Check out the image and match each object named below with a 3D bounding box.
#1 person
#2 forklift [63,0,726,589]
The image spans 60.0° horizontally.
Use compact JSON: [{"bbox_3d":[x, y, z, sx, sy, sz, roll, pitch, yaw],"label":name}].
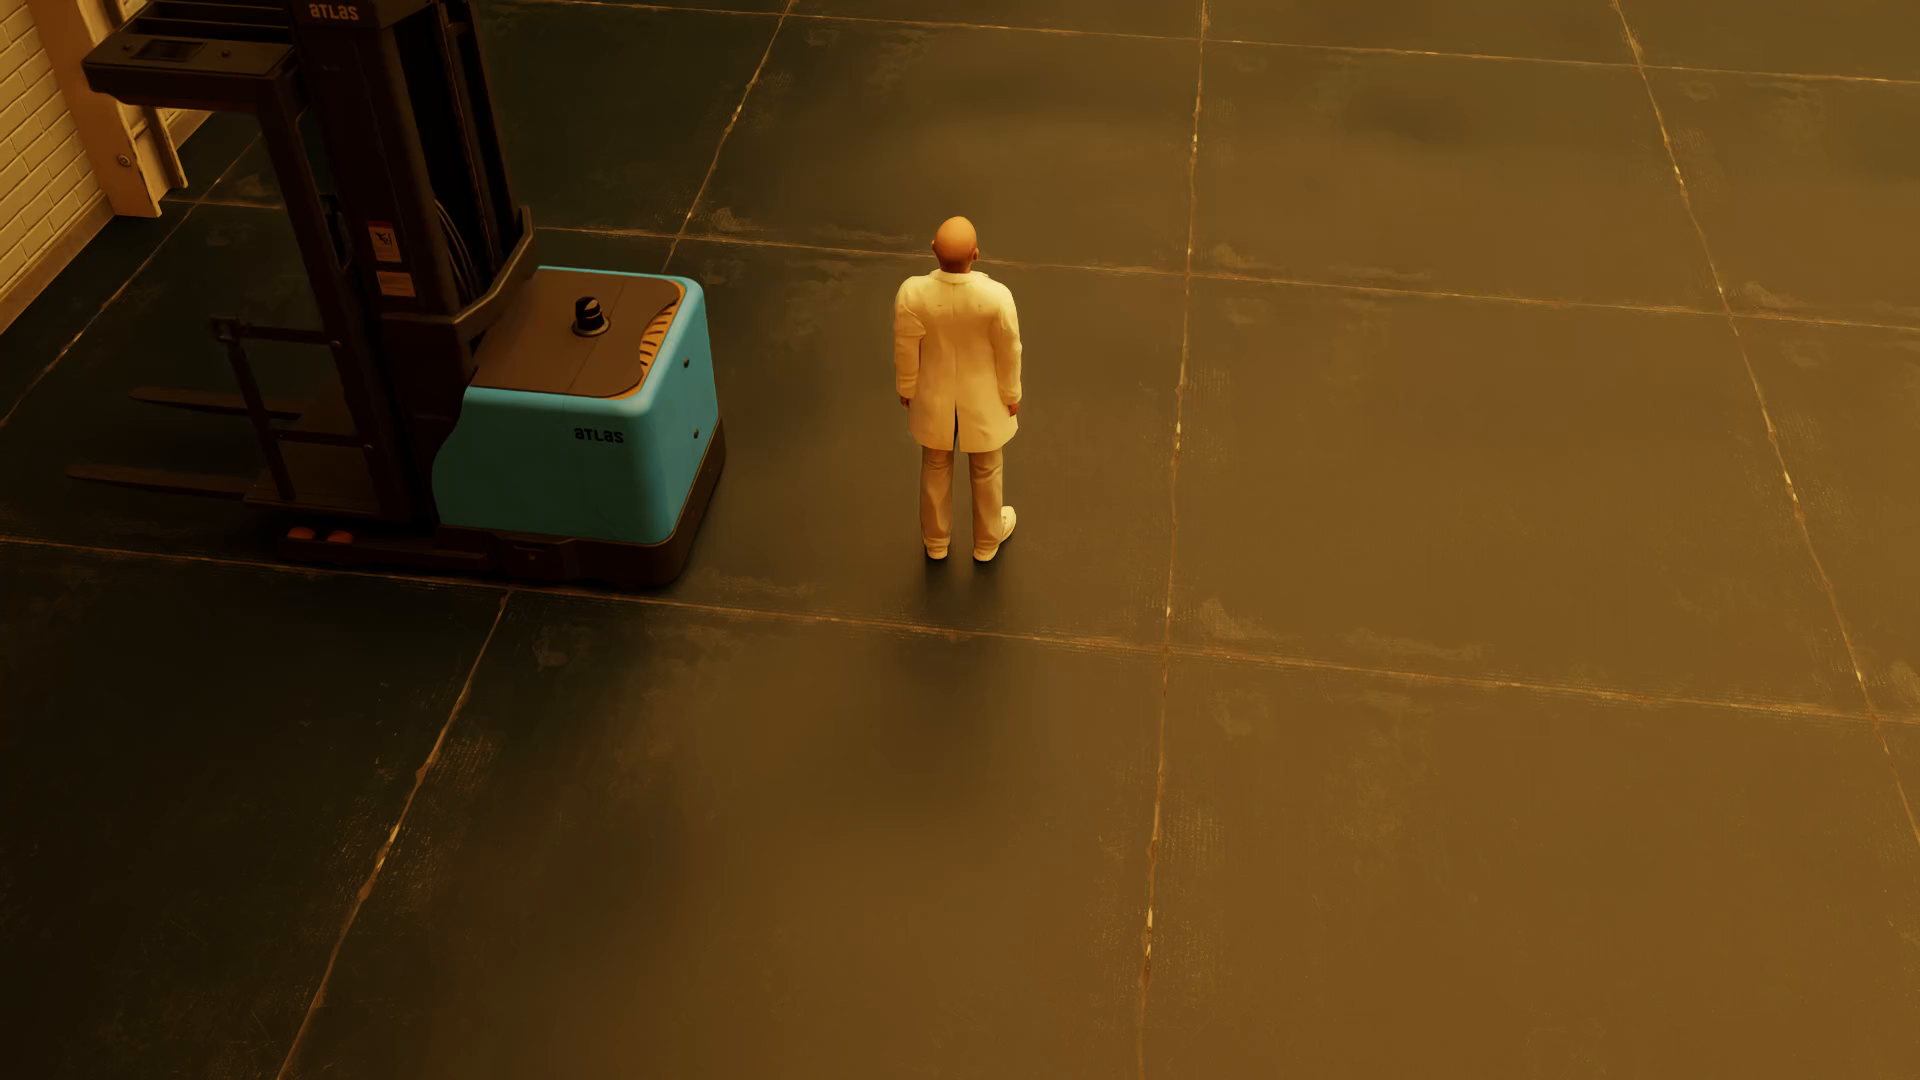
[{"bbox_3d":[0.000,-0.668,7.303,0.553,1.782,0.391,5,43,6],"label":"person"},{"bbox_3d":[-2.720,-1.309,7.149,3.031,2.935,1.130,6,43,6],"label":"forklift"}]
